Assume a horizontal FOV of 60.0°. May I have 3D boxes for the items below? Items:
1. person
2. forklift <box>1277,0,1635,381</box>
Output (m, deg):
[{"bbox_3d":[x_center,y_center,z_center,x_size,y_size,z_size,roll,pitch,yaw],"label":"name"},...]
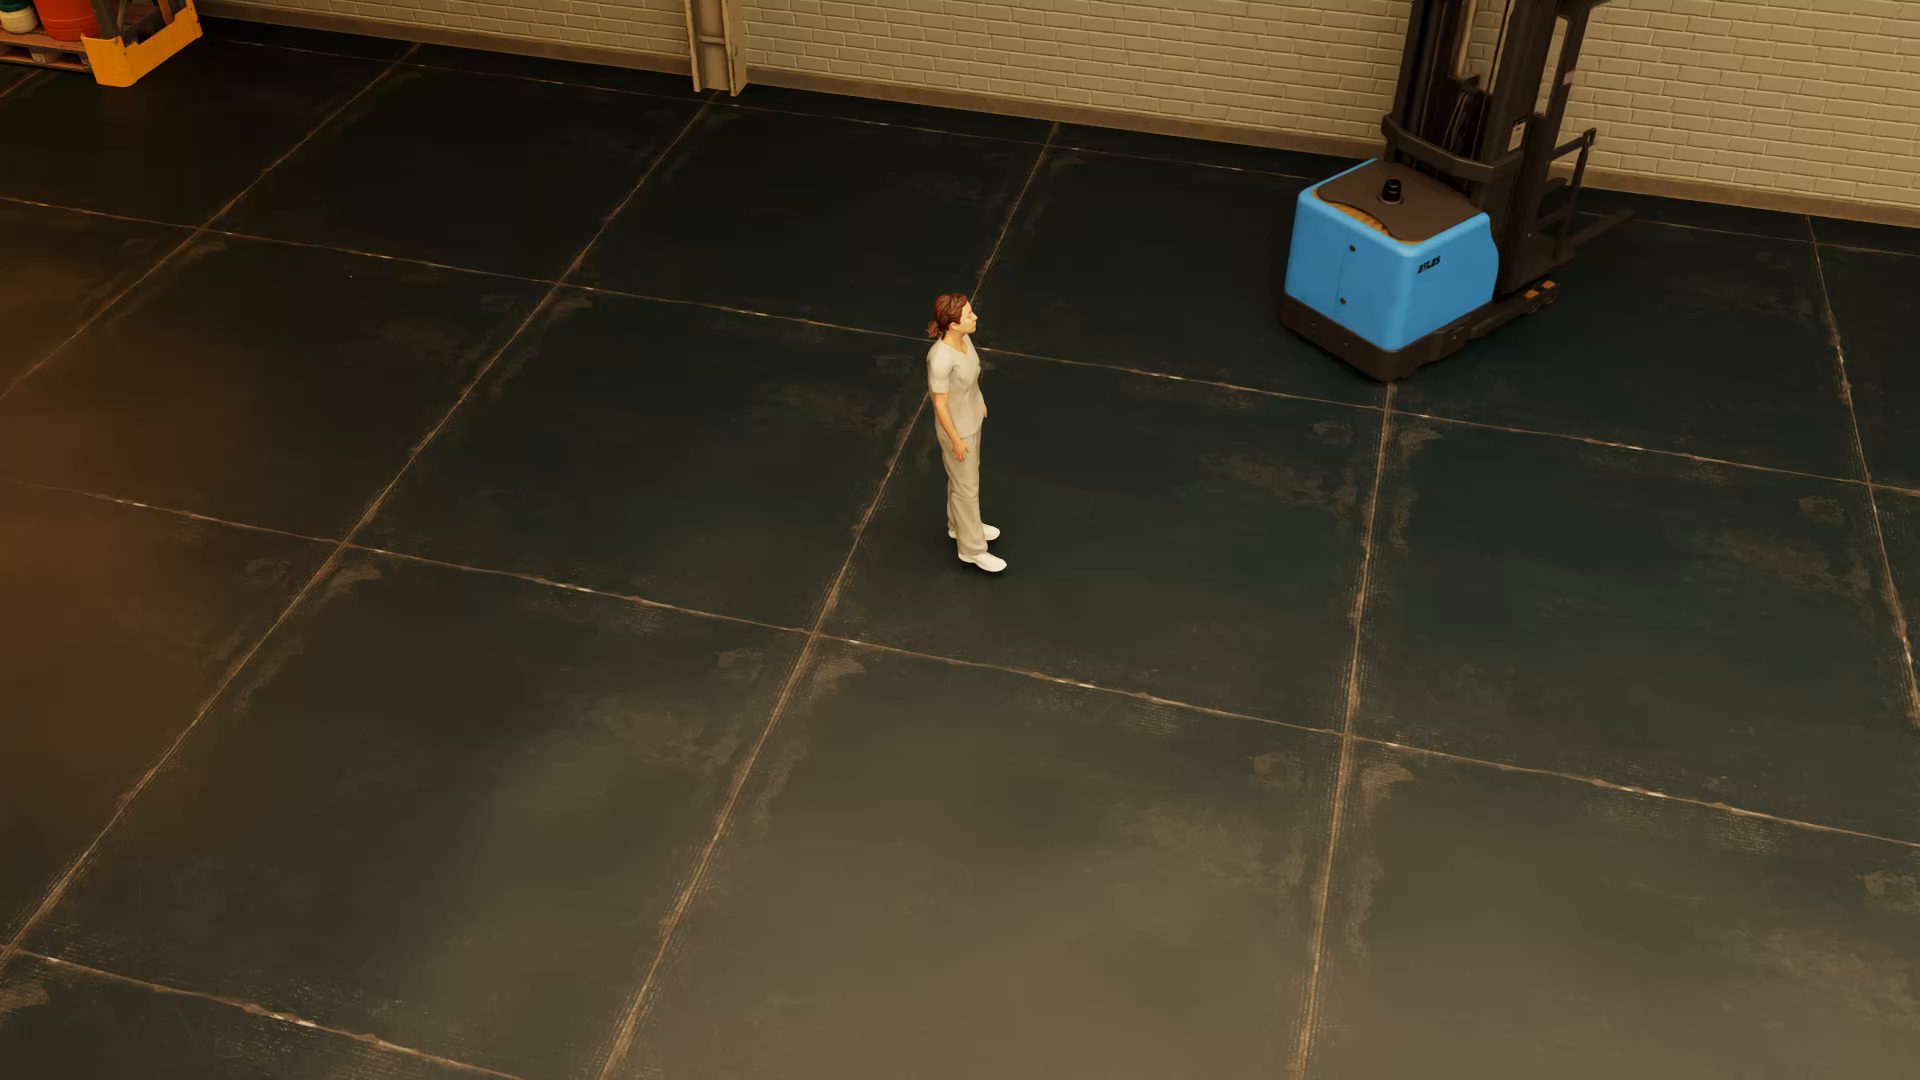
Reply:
[{"bbox_3d":[0.067,-0.645,9.477,0.549,1.675,0.549,10,42,11],"label":"person"},{"bbox_3d":[3.717,-2.977,11.257,3.031,2.935,1.130,-28,48,-28],"label":"forklift"}]
